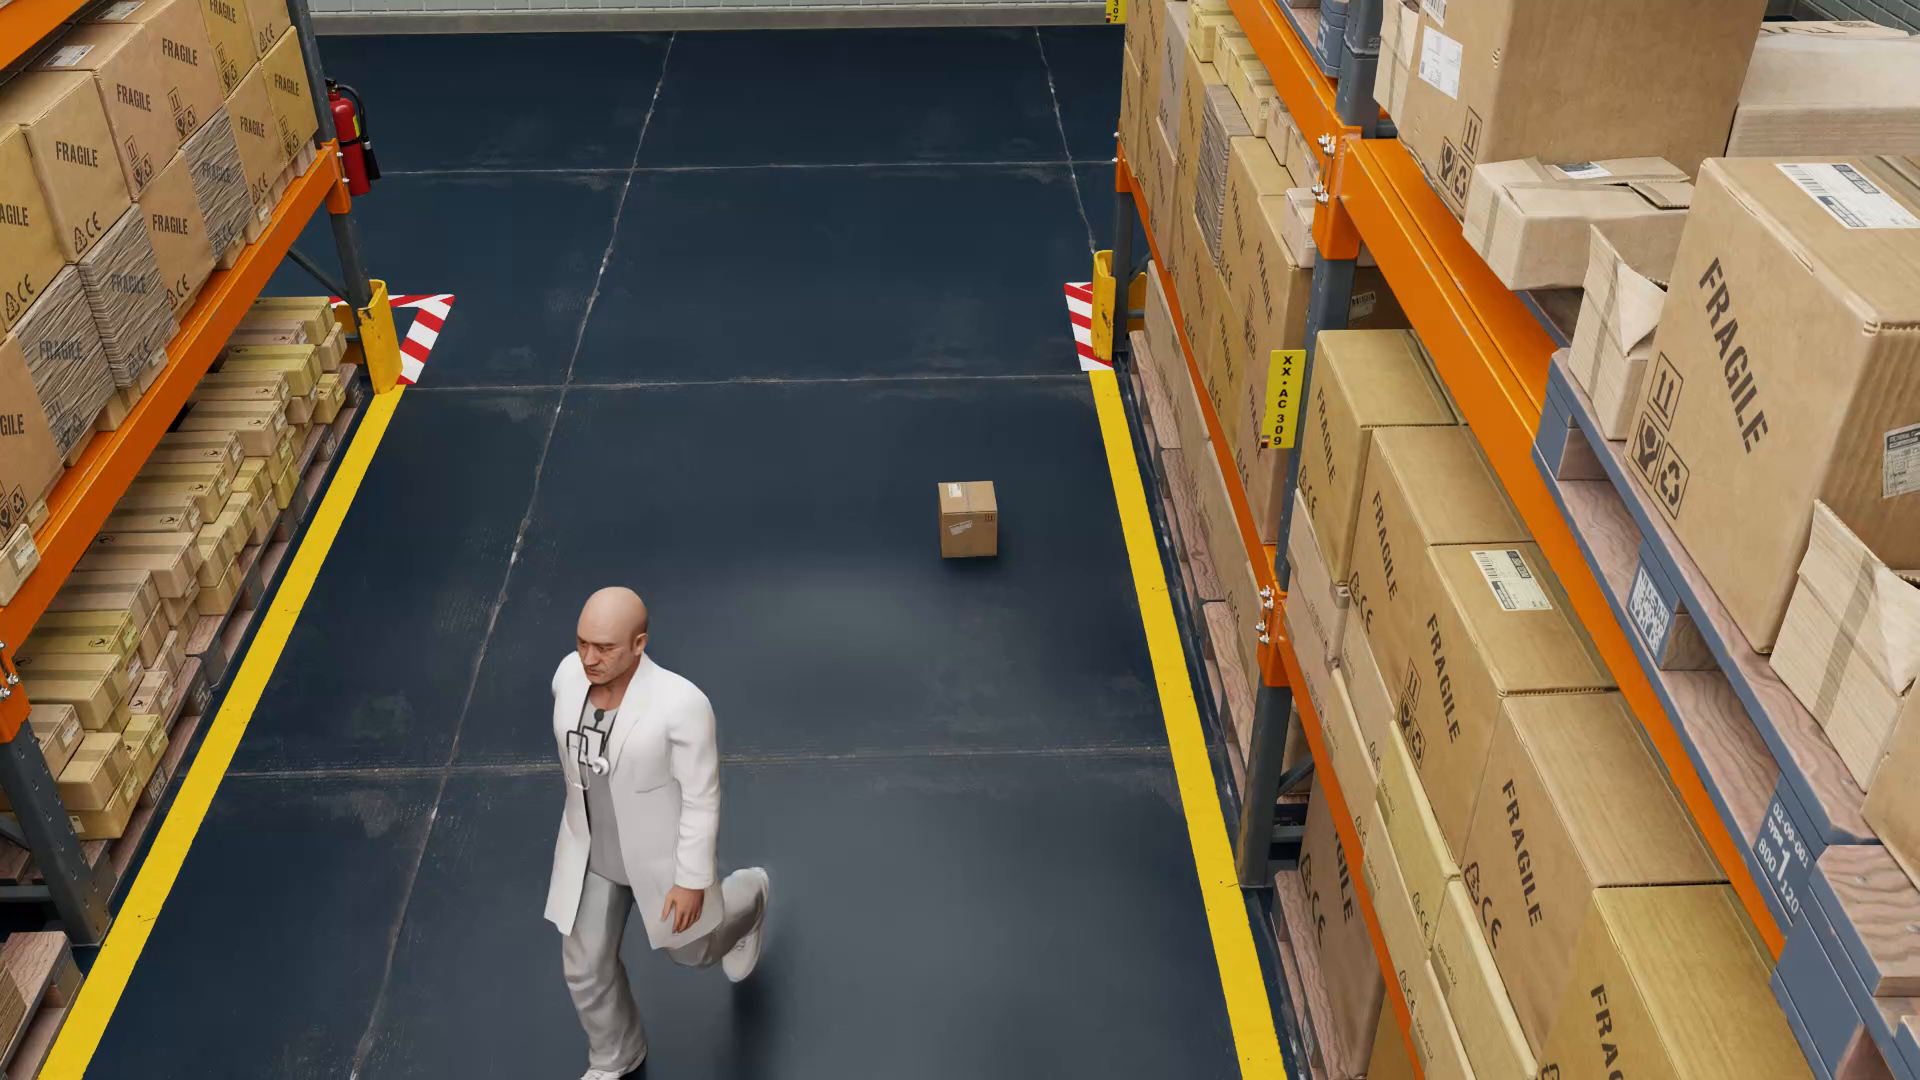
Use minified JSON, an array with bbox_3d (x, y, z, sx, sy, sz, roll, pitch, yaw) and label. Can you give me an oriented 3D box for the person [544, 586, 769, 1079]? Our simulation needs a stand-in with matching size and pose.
[{"bbox_3d":[-0.910,0.863,4.902,0.559,1.739,0.958,13,37,18],"label":"person"}]
